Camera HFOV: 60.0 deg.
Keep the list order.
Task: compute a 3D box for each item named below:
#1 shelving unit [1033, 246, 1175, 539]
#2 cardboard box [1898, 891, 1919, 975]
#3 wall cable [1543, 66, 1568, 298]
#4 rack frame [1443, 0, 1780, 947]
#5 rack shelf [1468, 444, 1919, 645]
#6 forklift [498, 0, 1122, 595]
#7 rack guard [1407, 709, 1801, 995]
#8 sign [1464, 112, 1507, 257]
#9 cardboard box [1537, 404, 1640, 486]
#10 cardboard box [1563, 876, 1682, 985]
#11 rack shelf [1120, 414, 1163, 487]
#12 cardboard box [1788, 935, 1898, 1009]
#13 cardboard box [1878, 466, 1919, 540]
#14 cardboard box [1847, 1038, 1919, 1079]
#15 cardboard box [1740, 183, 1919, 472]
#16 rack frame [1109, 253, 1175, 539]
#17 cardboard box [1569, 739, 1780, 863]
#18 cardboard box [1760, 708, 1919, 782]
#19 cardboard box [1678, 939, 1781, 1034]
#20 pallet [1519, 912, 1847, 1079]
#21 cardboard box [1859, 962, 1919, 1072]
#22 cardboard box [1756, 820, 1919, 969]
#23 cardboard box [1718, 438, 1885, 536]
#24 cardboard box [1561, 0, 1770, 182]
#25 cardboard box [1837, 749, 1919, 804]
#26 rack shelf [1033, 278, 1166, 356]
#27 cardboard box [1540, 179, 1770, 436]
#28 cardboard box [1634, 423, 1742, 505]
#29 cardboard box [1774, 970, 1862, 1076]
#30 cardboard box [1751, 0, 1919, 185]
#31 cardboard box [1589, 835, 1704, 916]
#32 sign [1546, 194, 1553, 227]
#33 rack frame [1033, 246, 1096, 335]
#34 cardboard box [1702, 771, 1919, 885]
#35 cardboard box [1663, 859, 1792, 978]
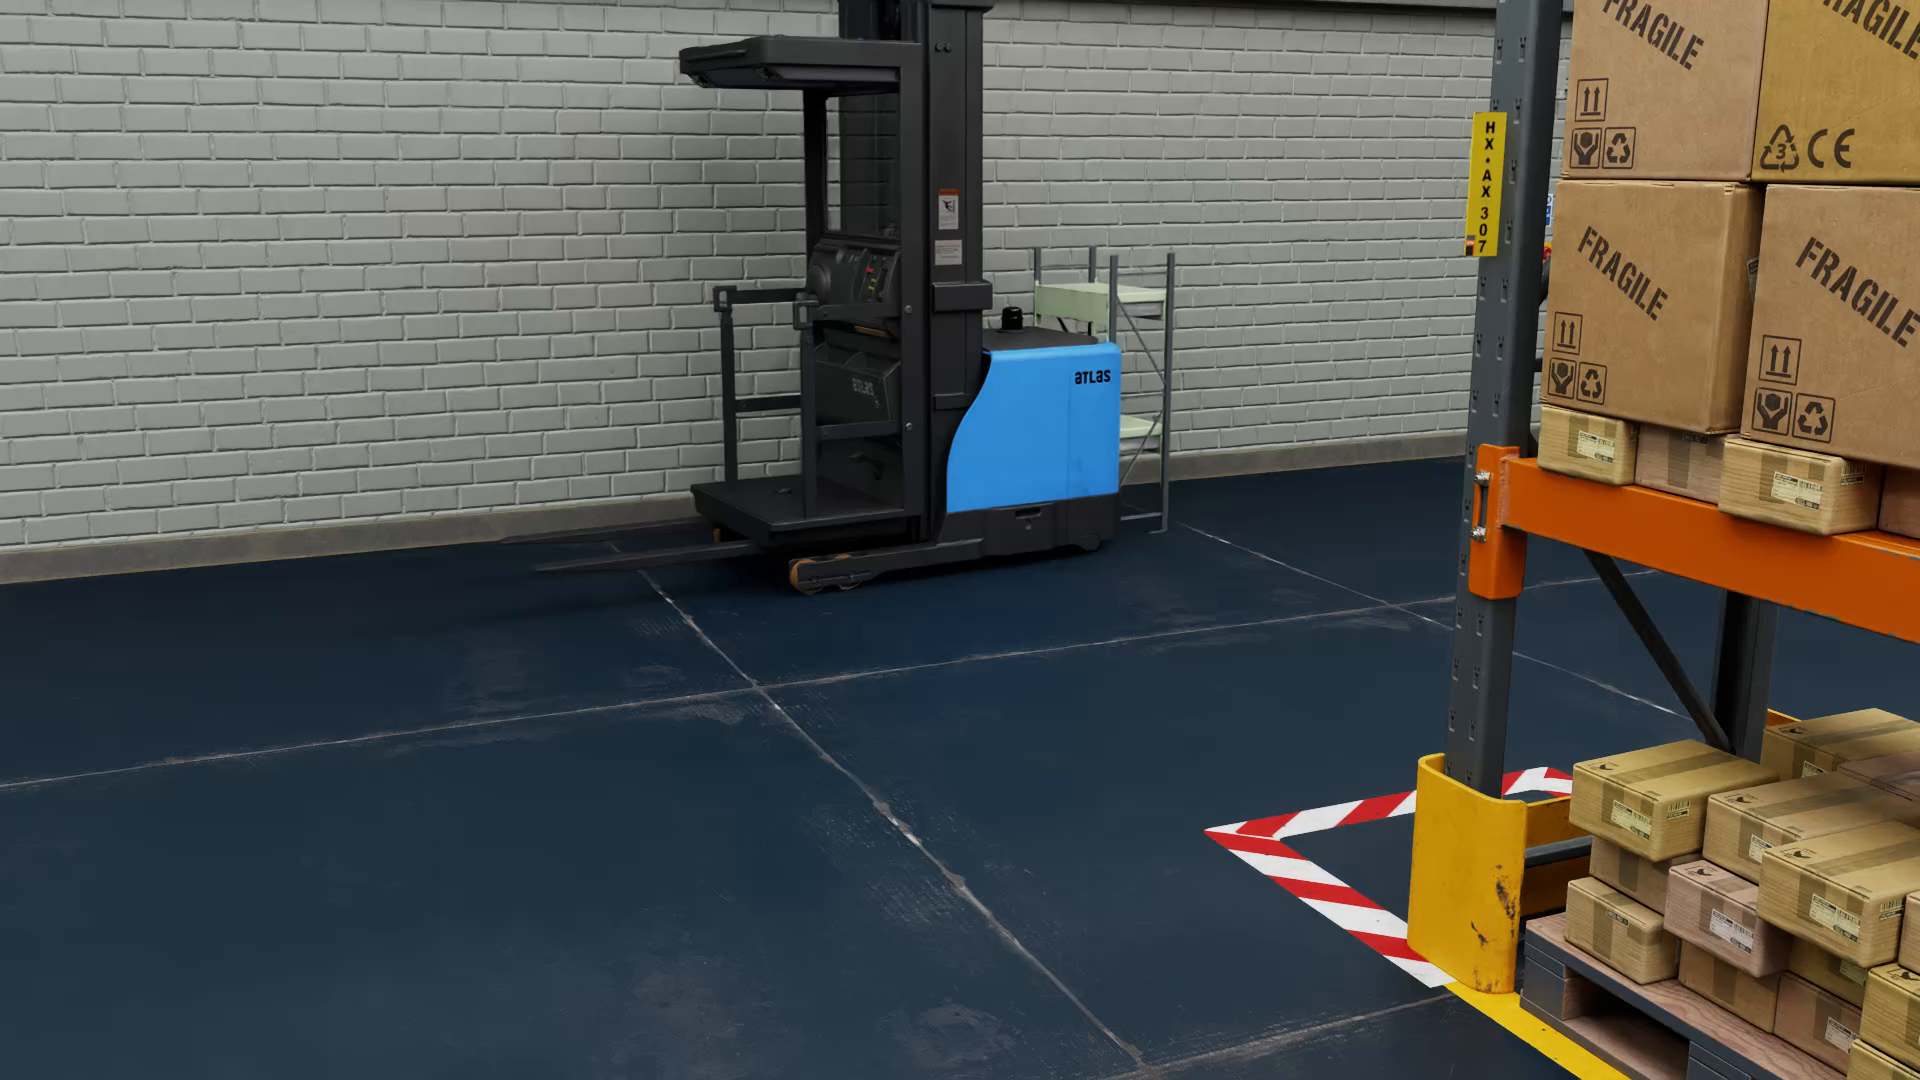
[{"bbox_3d":[0.769,-0.827,9.118,0.431,1.500,0.755,-7,15,-29],"label":"shelving unit"},{"bbox_3d":[1.993,0.738,3.101,0.380,0.149,0.250,-6,14,-26],"label":"cardboard box"},{"bbox_3d":[3.930,-2.590,11.086,0.585,1.953,0.123,-6,14,-23],"label":"wall cable"},{"bbox_3d":[1.715,-0.449,4.157,1.000,3.000,0.127,-6,14,-23],"label":"rack frame"},{"bbox_3d":[2.517,0.315,2.453,1.077,0.370,4.000,-6,14,-23],"label":"rack shelf"},{"bbox_3d":[-0.705,-1.308,8.023,3.031,2.935,1.130,-7,15,-28],"label":"forklift"},{"bbox_3d":[1.746,0.785,4.371,1.175,0.500,0.348,-6,14,-23],"label":"rack guard"},{"bbox_3d":[1.218,-0.822,3.848,0.100,0.325,0.005,-6,14,-23],"label":"sign"},{"bbox_3d":[1.545,-0.230,3.769,0.380,0.149,0.250,-6,14,-23],"label":"cardboard box"},{"bbox_3d":[1.632,0.872,3.839,0.380,0.149,0.250,-5,14,-22],"label":"cardboard box"},{"bbox_3d":[0.769,-0.510,9.191,0.431,0.370,0.720,-7,15,-29],"label":"rack shelf"},{"bbox_3d":[1.927,0.826,3.380,0.380,0.149,0.250,-5,14,-22],"label":"cardboard box"},{"bbox_3d":[1.973,-0.080,3.119,0.380,0.149,0.250,-5,14,-20],"label":"cardboard box"},{"bbox_3d":[1.920,1.033,3.147,0.380,0.149,0.250,-5,14,-22],"label":"cardboard box"},{"bbox_3d":[1.880,-0.417,3.136,0.500,0.500,0.500,-6,14,-23],"label":"cardboard box"},{"bbox_3d":[0.951,-0.755,8.808,0.400,1.500,0.023,-7,15,-29],"label":"rack frame"},{"bbox_3d":[1.614,0.584,3.764,0.380,0.149,0.250,-6,14,-26],"label":"cardboard box"},{"bbox_3d":[2.160,0.532,3.991,0.380,0.149,0.250,-5,14,-22],"label":"cardboard box"},{"bbox_3d":[1.812,0.919,3.637,0.380,0.149,0.250,-6,14,-23],"label":"cardboard box"},{"bbox_3d":[2.039,1.096,3.665,1.003,0.211,1.213,-6,14,-23],"label":"pallet"},{"bbox_3d":[1.931,0.889,3.108,0.380,0.149,0.250,-5,14,-21],"label":"cardboard box"},{"bbox_3d":[1.818,0.694,3.290,0.380,0.149,0.250,-6,14,-23],"label":"cardboard box"},{"bbox_3d":[1.744,-0.121,3.297,0.380,0.149,0.250,-6,14,-25],"label":"cardboard box"},{"bbox_3d":[1.652,-1.013,3.496,0.500,0.500,0.500,-6,14,-23],"label":"cardboard box"},{"bbox_3d":[2.208,0.589,3.744,0.380,0.149,0.250,-5,14,-22],"label":"cardboard box"},{"bbox_3d":[0.769,-1.207,9.030,0.431,0.370,0.720,-7,15,-29],"label":"rack shelf"},{"bbox_3d":[1.642,-0.525,3.604,0.500,0.500,0.500,-5,14,-20],"label":"cardboard box"},{"bbox_3d":[1.685,-0.181,3.558,0.380,0.149,0.250,-5,14,-21],"label":"cardboard box"},{"bbox_3d":[1.918,0.970,3.418,0.380,0.149,0.250,-5,14,-22],"label":"cardboard box"},{"bbox_3d":[1.860,-0.909,3.048,0.500,0.500,0.500,-5,14,-21],"label":"cardboard box"},{"bbox_3d":[1.690,0.722,3.830,0.380,0.149,0.250,-5,14,-21],"label":"cardboard box"},{"bbox_3d":[3.862,-2.220,11.209,0.327,0.218,0.001,-6,14,-23],"label":"sign"},{"bbox_3d":[0.588,-0.899,9.427,0.400,1.500,0.023,-7,15,-29],"label":"rack frame"},{"bbox_3d":[1.835,0.631,3.565,0.380,0.149,0.250,-5,14,-22],"label":"cardboard box"},{"bbox_3d":[1.748,0.784,3.564,0.380,0.149,0.250,-6,14,-23],"label":"cardboard box"}]
